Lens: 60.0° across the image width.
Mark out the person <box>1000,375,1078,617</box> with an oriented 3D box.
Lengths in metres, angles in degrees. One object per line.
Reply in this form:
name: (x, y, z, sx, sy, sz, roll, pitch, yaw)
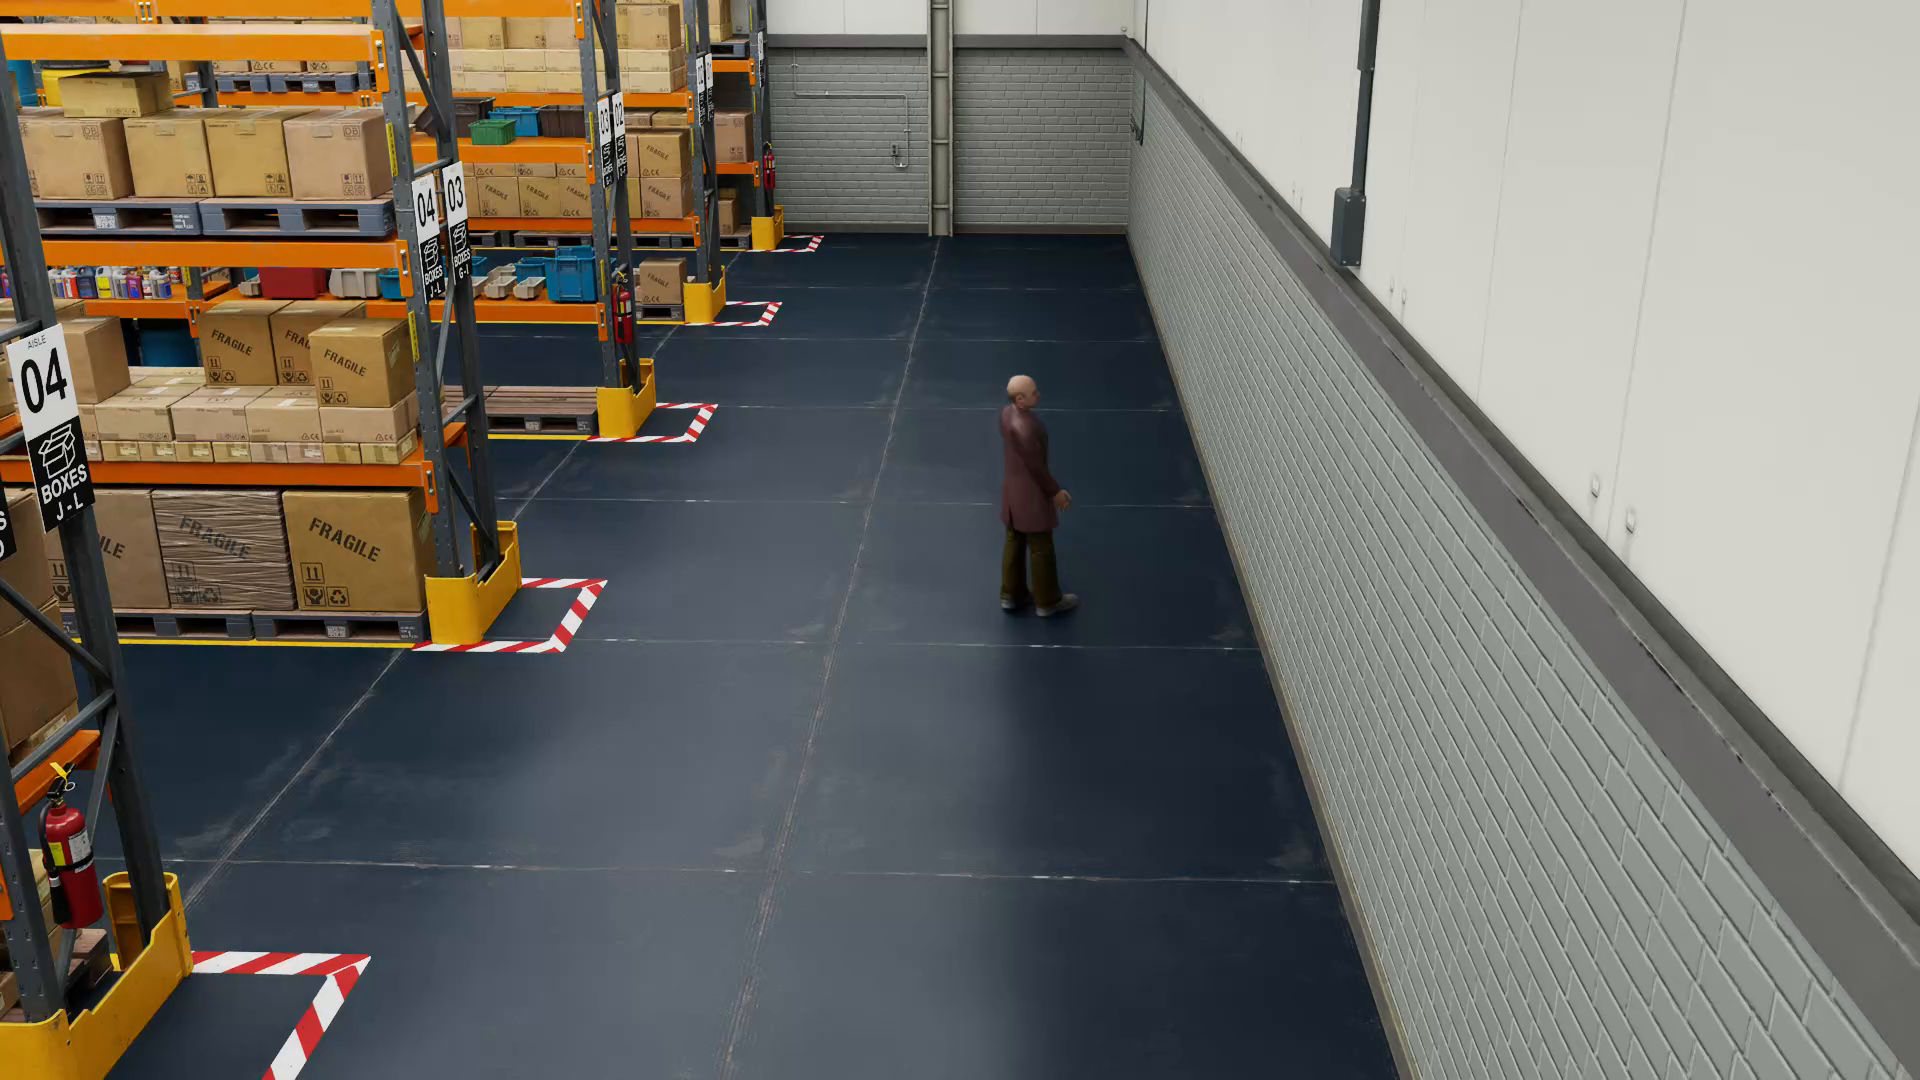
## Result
person: (0.569, -0.342, 11.958, 0.570, 1.784, 0.578, -7, 22, -18)
